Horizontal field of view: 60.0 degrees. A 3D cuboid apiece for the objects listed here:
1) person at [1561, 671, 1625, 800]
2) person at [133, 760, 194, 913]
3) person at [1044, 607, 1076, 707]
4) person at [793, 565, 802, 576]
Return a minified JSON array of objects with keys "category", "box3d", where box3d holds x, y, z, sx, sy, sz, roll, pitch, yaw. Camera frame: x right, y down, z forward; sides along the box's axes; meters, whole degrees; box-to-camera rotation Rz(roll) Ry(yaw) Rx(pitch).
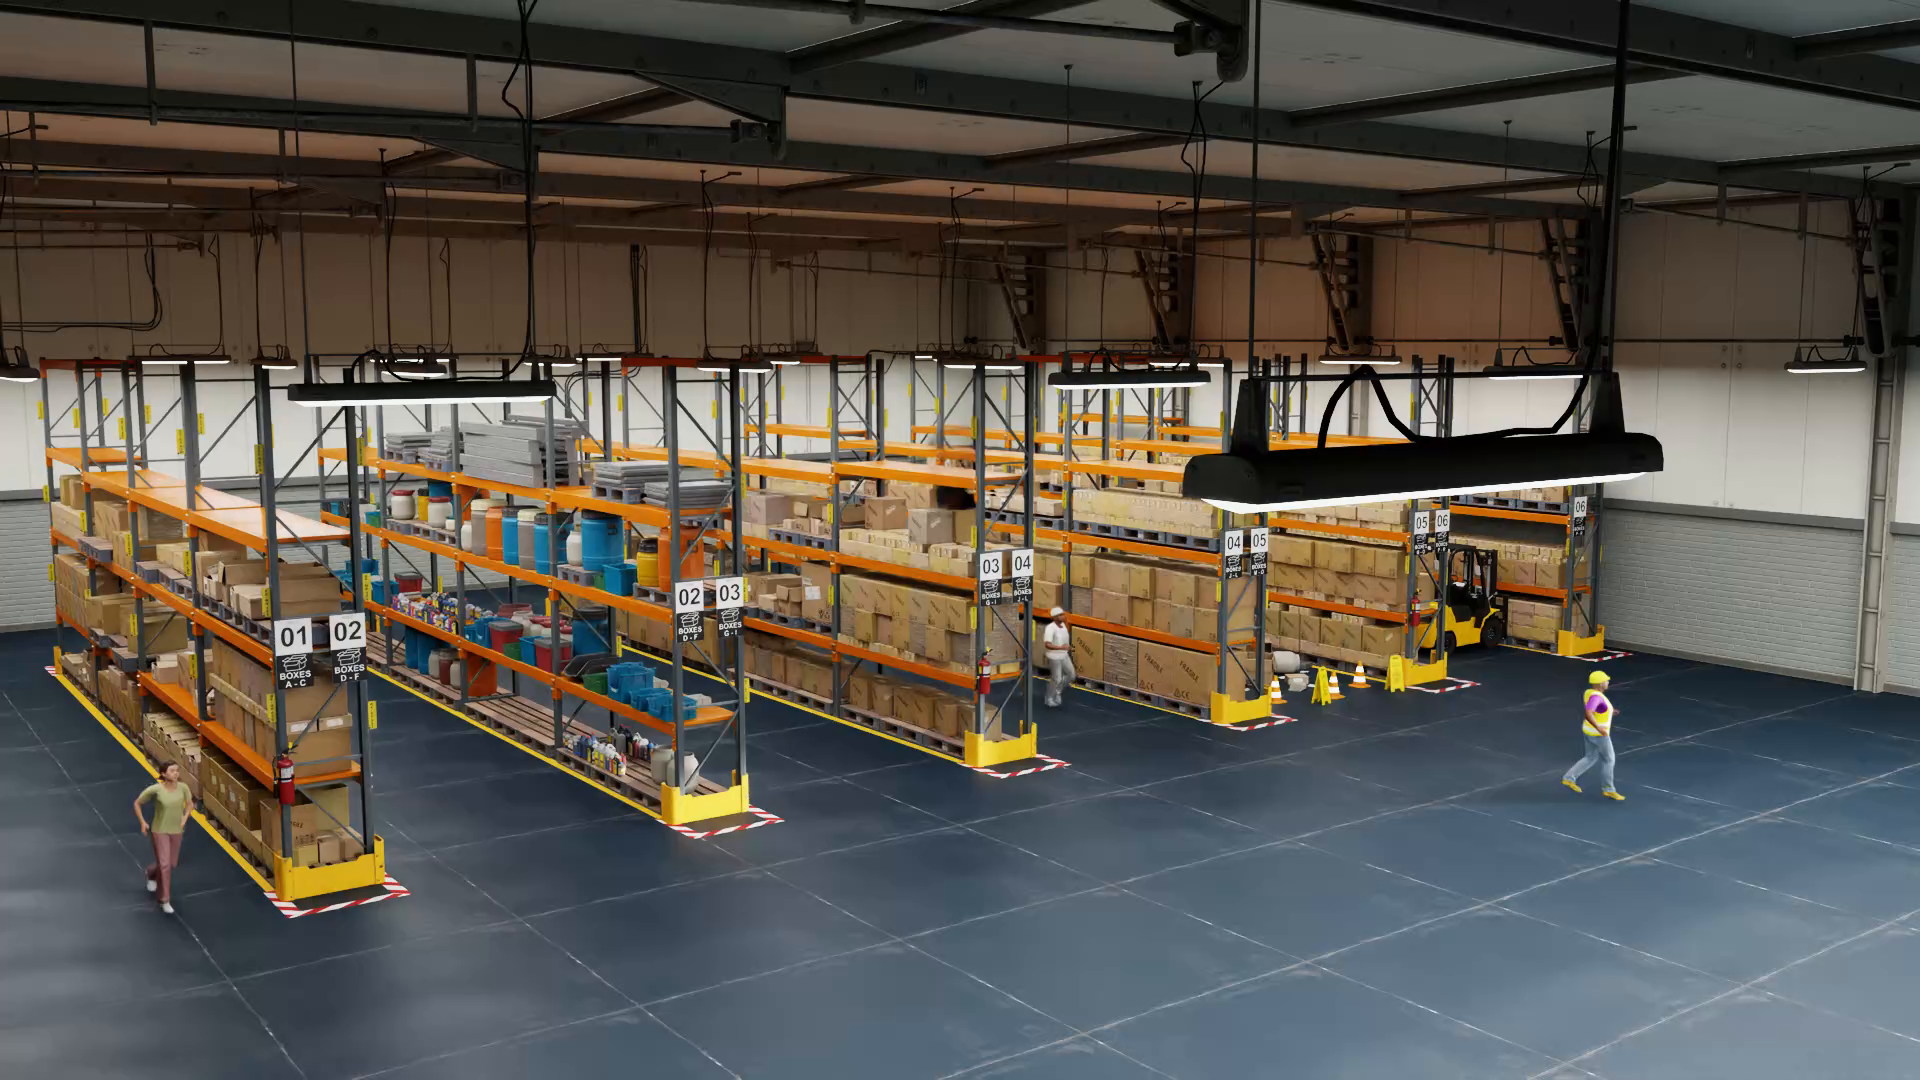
[{"category":"person","box3d":[8.782,2.691,22.966,0.841,1.789,0.688,0,7,2]},{"category":"person","box3d":[-8.937,3.295,18.739,0.803,1.664,0.615,7,9,43]},{"category":"person","box3d":[1.724,2.017,28.648,0.628,1.740,0.725,5,9,38]},{"category":"person","box3d":[-4.029,0.508,41.706,0.818,1.689,0.565,3,7,22]}]
